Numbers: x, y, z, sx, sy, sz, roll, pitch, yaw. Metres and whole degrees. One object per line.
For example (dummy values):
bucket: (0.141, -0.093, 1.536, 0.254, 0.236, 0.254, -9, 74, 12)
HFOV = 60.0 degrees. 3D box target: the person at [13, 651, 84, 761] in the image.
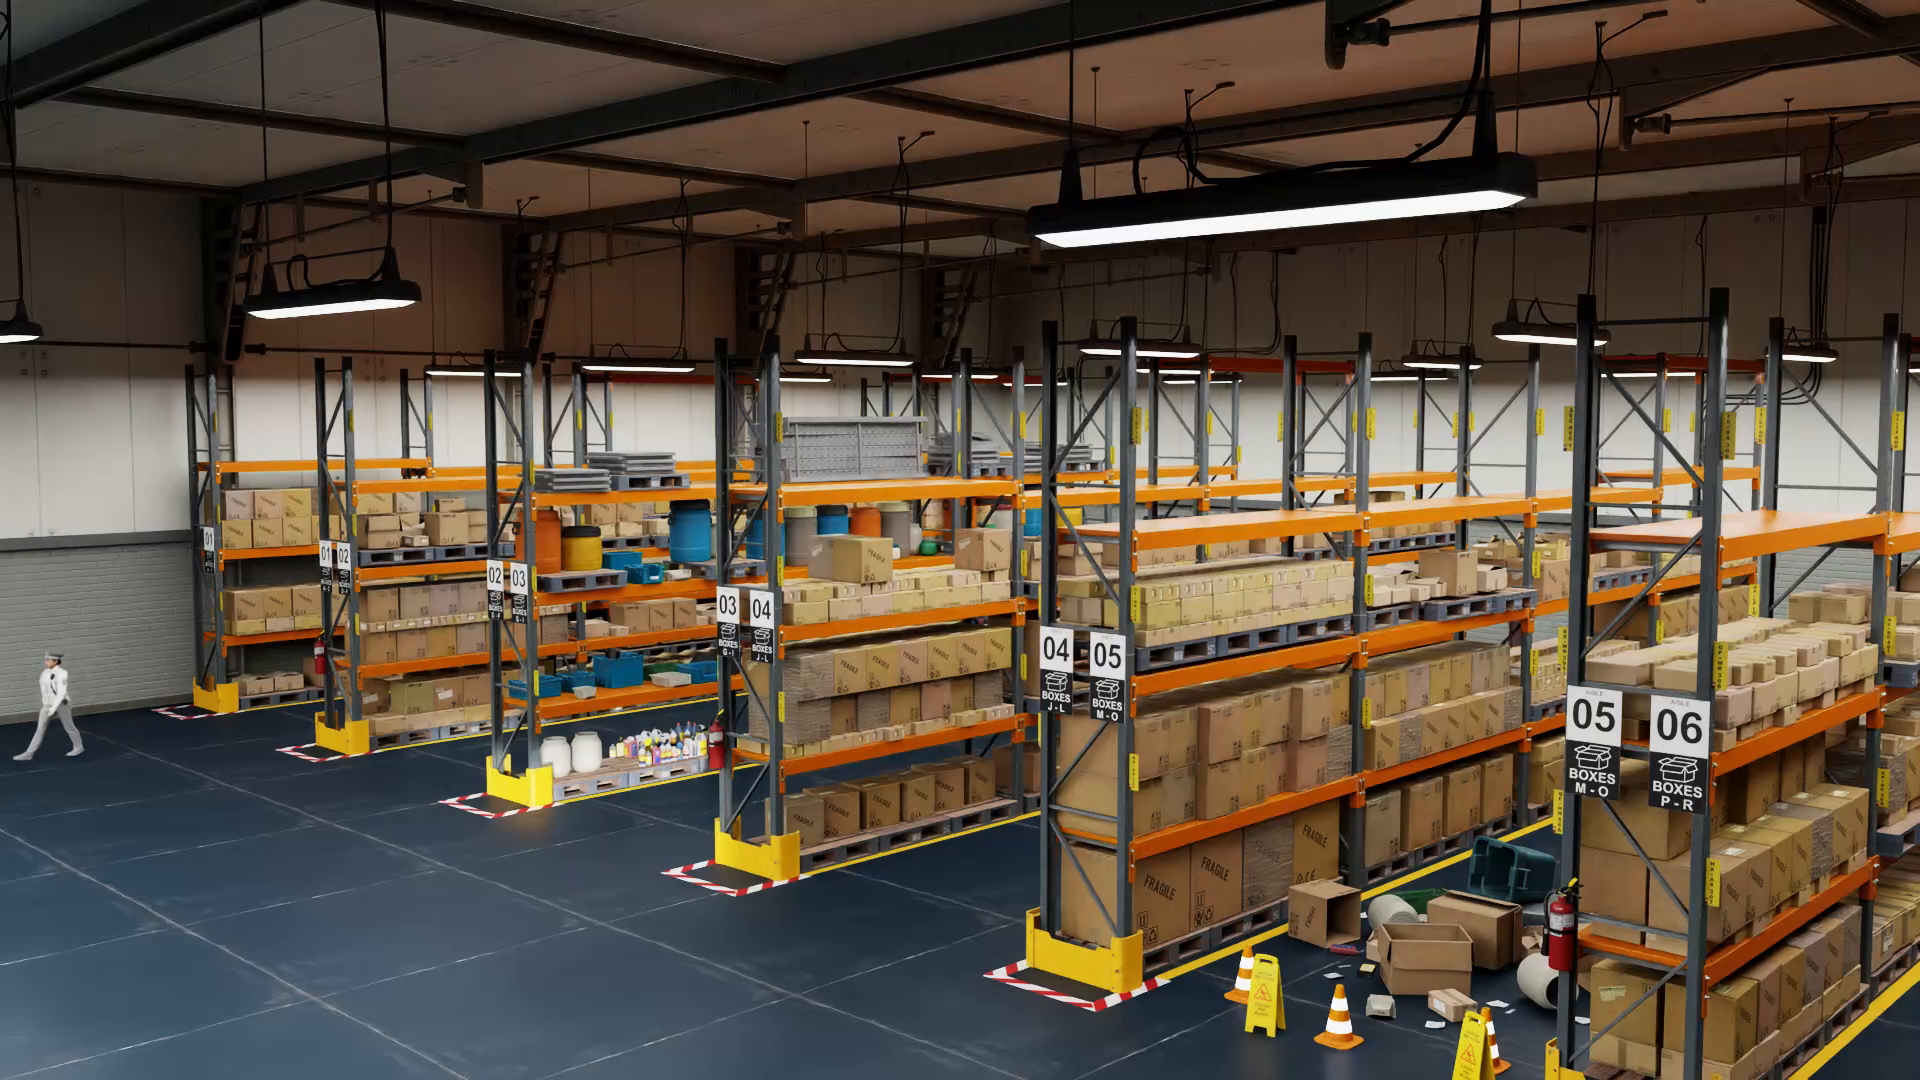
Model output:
person: (-13.448, 2.443, 24.585, 0.521, 1.627, 1.019, 1, 5, 15)

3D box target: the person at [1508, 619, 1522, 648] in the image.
person: (10.131, 1.979, 30.082, 0.609, 1.786, 0.620, -2, 5, -23)
